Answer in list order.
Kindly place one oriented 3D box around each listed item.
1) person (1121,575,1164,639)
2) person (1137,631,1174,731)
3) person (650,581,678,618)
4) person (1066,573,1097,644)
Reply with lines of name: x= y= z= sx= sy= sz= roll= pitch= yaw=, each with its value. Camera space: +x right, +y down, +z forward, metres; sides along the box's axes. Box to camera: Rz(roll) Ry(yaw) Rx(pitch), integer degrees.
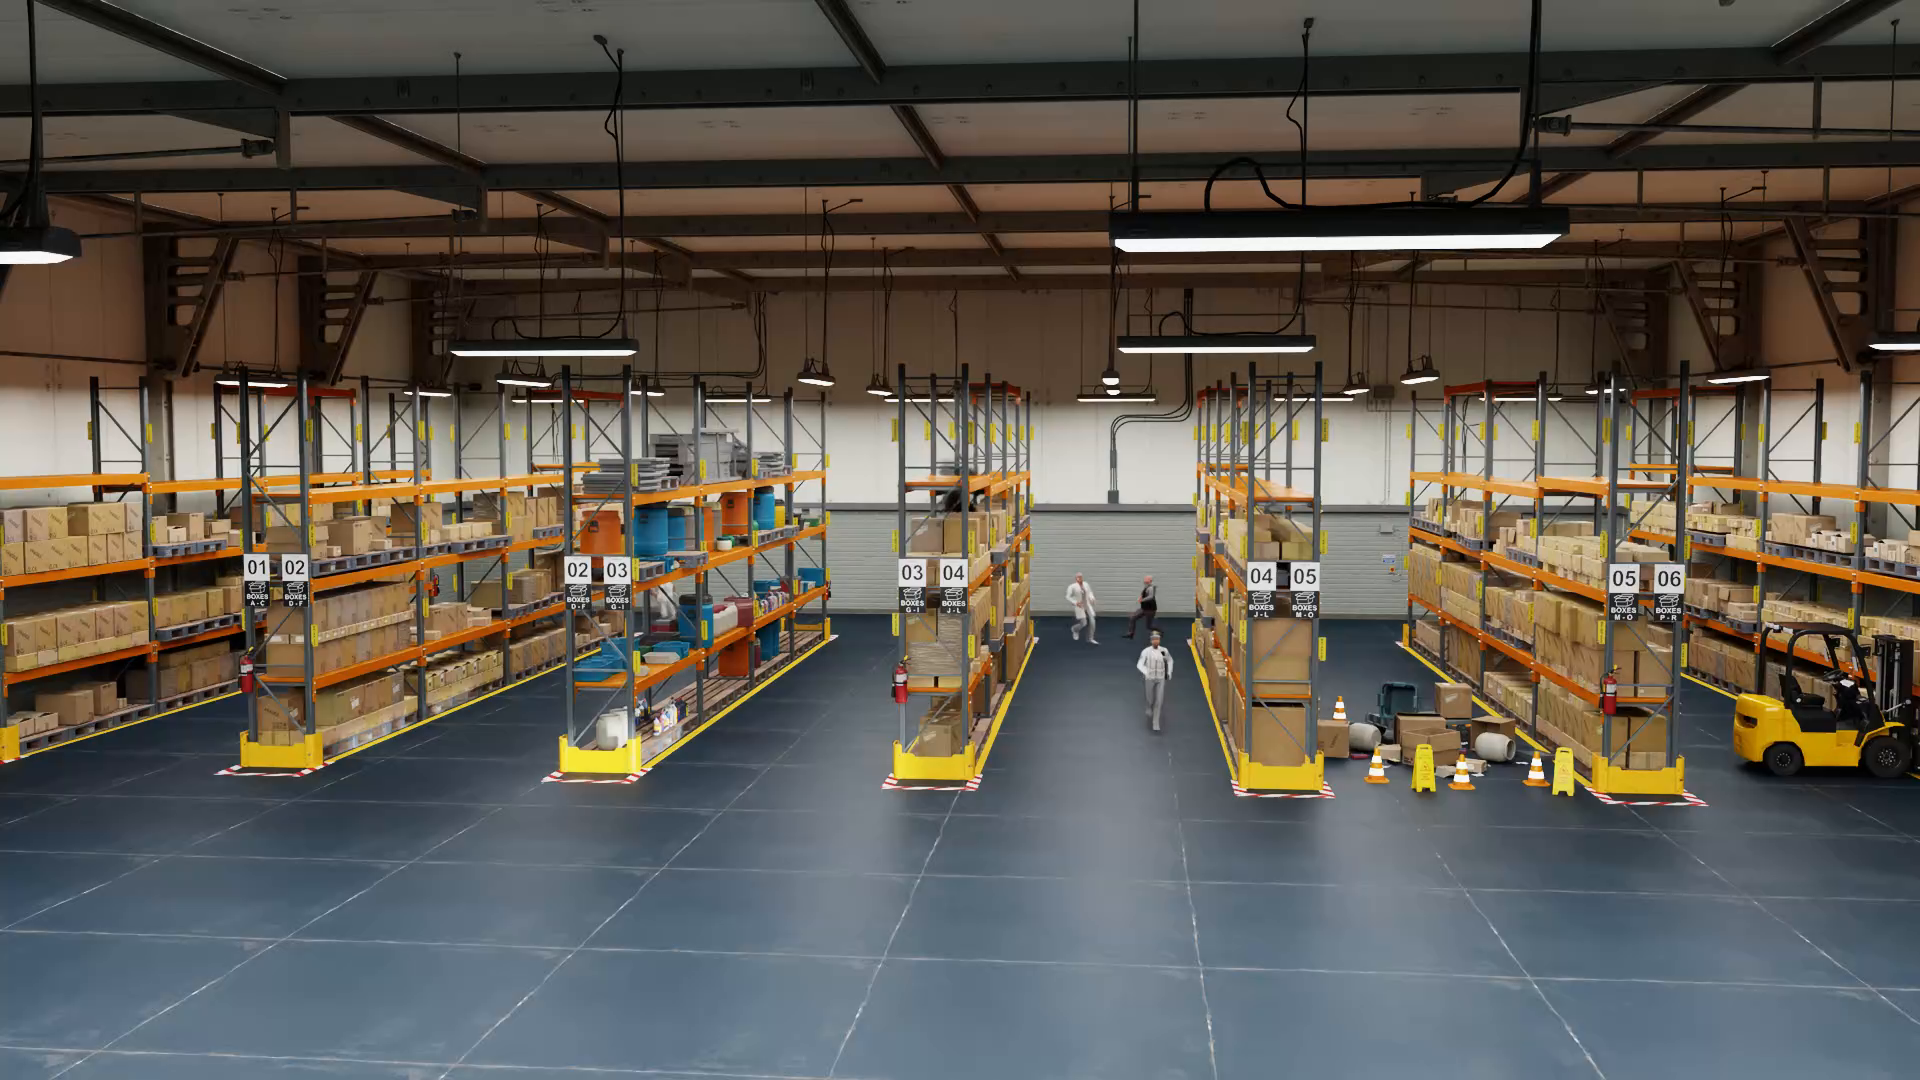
person: x=4.495 y=1.630 z=40.187 sx=1.038 sy=1.569 sz=0.735 roll=-1 pitch=4 yaw=-20
person: x=3.331 y=2.364 z=28.227 sx=0.632 sy=1.661 sz=0.861 roll=0 pitch=4 yaw=1
person: x=-7.308 y=1.510 z=40.982 sx=0.682 sy=1.727 sz=0.552 roll=-2 pitch=4 yaw=-33
person: x=2.891 y=1.627 z=39.609 sx=0.722 sy=1.704 sz=0.572 roll=-2 pitch=4 yaw=-28
